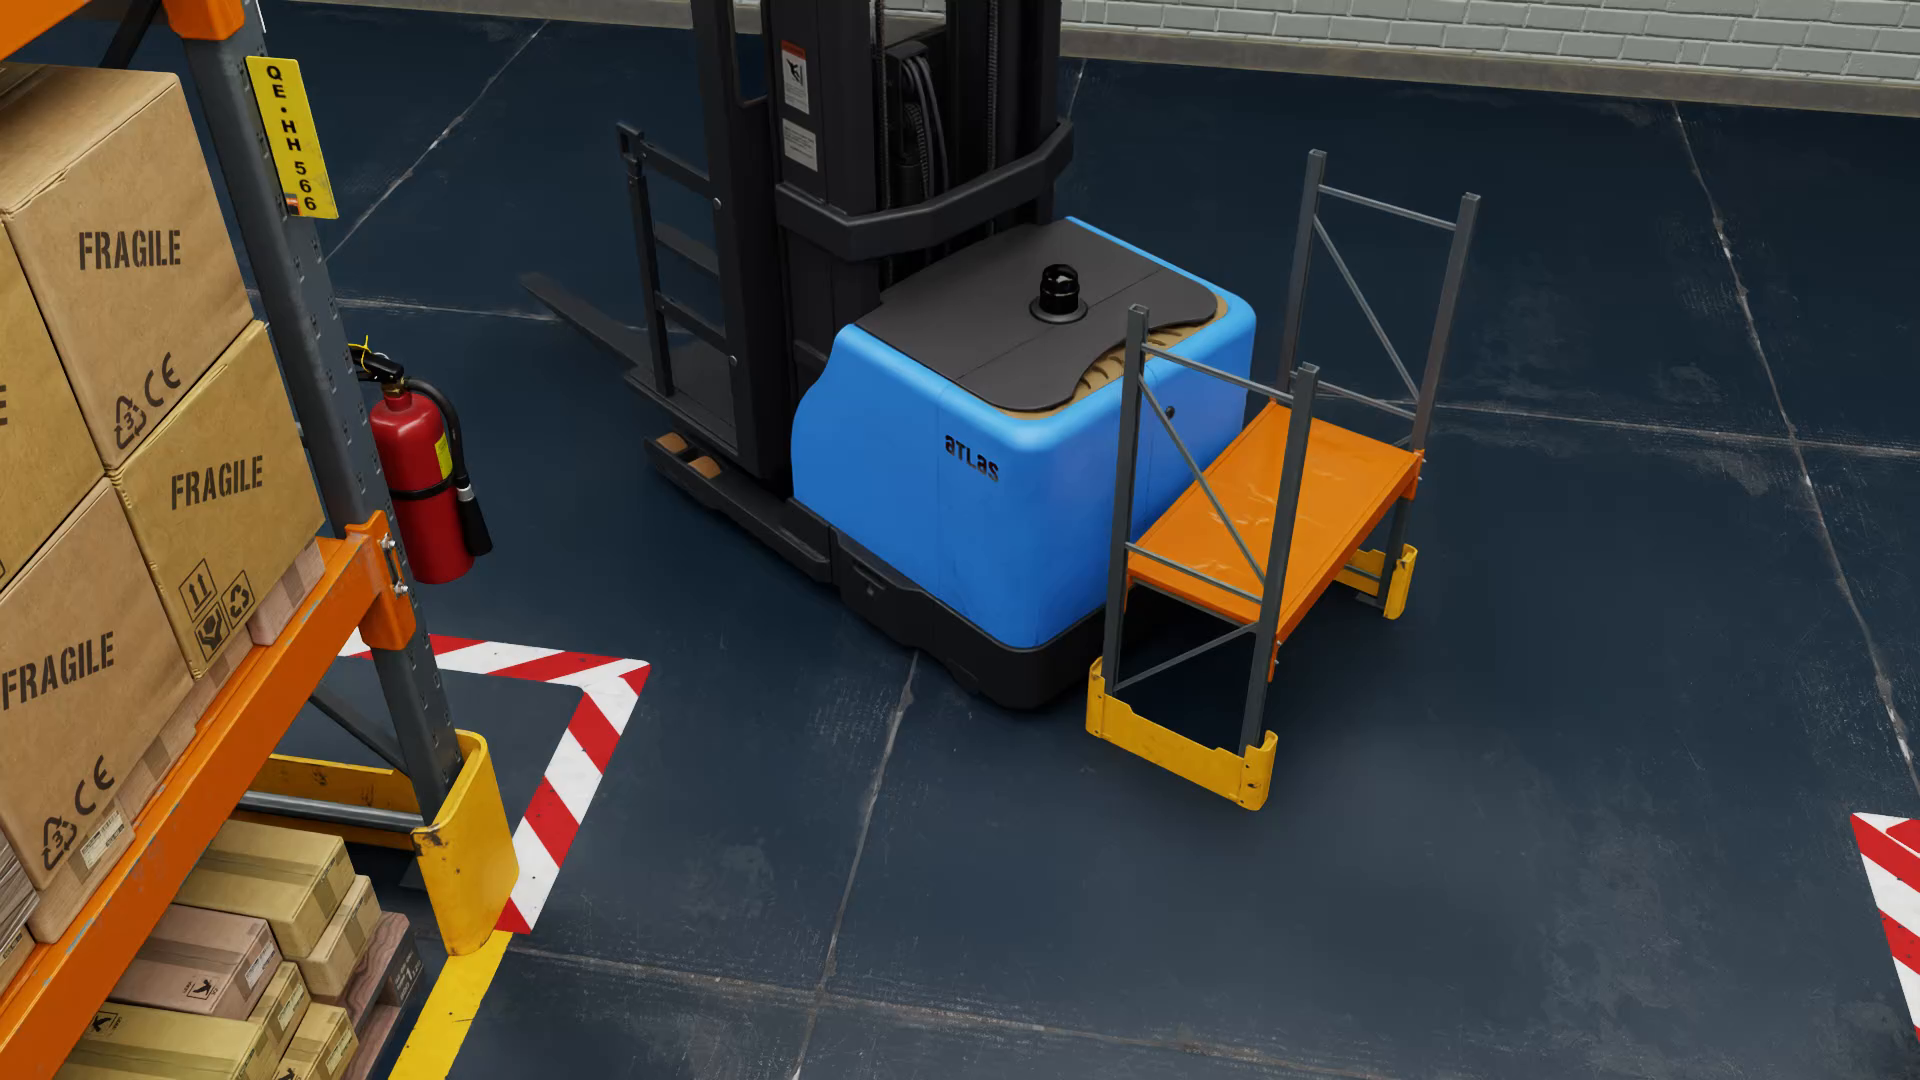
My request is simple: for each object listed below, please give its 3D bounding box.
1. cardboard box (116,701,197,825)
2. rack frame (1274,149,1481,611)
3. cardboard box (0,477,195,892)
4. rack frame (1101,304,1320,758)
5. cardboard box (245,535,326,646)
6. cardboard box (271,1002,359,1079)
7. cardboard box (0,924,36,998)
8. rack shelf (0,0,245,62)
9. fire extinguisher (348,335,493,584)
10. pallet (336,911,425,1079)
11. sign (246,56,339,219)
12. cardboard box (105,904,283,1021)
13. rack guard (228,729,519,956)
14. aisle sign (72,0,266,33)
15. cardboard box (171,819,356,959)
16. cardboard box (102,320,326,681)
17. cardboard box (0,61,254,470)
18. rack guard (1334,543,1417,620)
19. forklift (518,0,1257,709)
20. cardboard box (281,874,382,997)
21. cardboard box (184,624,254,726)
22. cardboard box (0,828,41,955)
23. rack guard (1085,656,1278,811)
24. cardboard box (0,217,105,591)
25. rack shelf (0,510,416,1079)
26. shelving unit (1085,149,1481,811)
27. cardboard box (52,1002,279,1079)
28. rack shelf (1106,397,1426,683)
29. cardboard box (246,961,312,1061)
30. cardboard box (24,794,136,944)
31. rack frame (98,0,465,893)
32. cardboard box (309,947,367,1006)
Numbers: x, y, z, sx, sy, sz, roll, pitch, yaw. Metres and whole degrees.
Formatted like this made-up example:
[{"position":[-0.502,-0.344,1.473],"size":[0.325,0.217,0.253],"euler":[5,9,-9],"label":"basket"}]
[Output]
[{"position":[-1.695,0.378,3.135],"size":[0.380,0.149,0.250],"euler":[6,40,7],"label":"cardboard box"},{"position":[1.205,-0.440,5.106],"size":[0.500,1.500,0.032],"euler":[24,45,26],"label":"rack frame"},{"position":[-1.727,0.215,2.824],"size":[0.500,0.500,0.500],"euler":[6,40,7],"label":"cardboard box"},{"position":[0.627,0.093,4.461],"size":[0.500,1.500,0.032],"euler":[24,45,26],"label":"rack frame"},{"position":[-1.587,0.067,3.511],"size":[0.380,0.149,0.250],"euler":[6,40,8],"label":"cardboard box"},{"position":[-1.639,1.198,3.855],"size":[0.380,0.149,0.250],"euler":[8,40,9],"label":"cardboard box"},{"position":[-1.791,0.703,2.742],"size":[0.380,0.149,0.250],"euler":[5,40,6],"label":"cardboard box"},{"position":[-2.155,0.111,1.472],"size":[1.077,0.370,4.000],"euler":[6,40,8],"label":"rack shelf"},{"position":[-1.311,-0.199,3.990],"size":[0.296,0.674,0.183],"euler":[6,40,8],"label":"fire extinguisher"},{"position":[-1.997,1.363,3.935],"size":[1.003,0.211,1.213],"euler":[6,40,8],"label":"pallet"},{"position":[-1.266,-0.759,3.158],"size":[0.100,0.325,0.005],"euler":[6,40,8],"label":"sign"},{"position":[-1.751,0.954,3.683],"size":[0.380,0.149,0.250],"euler":[7,40,9],"label":"cardboard box"},{"position":[-1.822,0.746,4.455],"size":[1.175,0.500,0.348],"euler":[6,40,8],"label":"rack guard"},{"position":[-1.501,-1.280,2.904],"size":[0.394,0.787,0.004],"euler":[6,40,8],"label":"aisle sign"},{"position":[-1.651,0.803,3.866],"size":[0.380,0.149,0.250],"euler":[7,40,8],"label":"cardboard box"},{"position":[-1.633,-0.108,3.215],"size":[0.500,0.500,0.500],"euler":[7,40,9],"label":"cardboard box"},{"position":[-1.643,-0.489,2.891],"size":[0.500,0.500,0.500],"euler":[6,40,7],"label":"cardboard box"},{"position":[1.205,0.042,5.503],"size":[0.587,0.250,0.087],"euler":[24,45,26],"label":"rack guard"},{"position":[-0.486,-1.462,5.218],"size":[1.130,2.935,3.031],"euler":[-31,49,-32],"label":"forklift"},{"position":[-1.619,0.920,3.958],"size":[0.380,0.149,0.250],"euler":[5,40,6],"label":"cardboard box"},{"position":[-1.667,0.219,3.328],"size":[0.380,0.149,0.250],"euler":[6,40,8],"label":"cardboard box"},{"position":[-1.806,0.534,2.438],"size":[0.500,0.500,0.500],"euler":[7,40,8],"label":"cardboard box"},{"position":[0.638,0.564,4.872],"size":[0.587,0.250,0.087],"euler":[24,45,26],"label":"rack guard"},{"position":[-1.731,-0.171,2.506],"size":[0.500,0.500,0.500],"euler":[5,40,6],"label":"cardboard box"},{"position":[-2.155,1.267,2.428],"size":[1.077,0.370,4.000],"euler":[6,40,8],"label":"rack shelf"},{"position":[0.921,-0.179,4.789],"size":[0.587,1.500,1.083],"euler":[24,45,26],"label":"shelving unit"},{"position":[-1.671,1.131,3.469],"size":[0.380,0.149,0.250],"euler":[6,40,7],"label":"cardboard box"},{"position":[0.916,-0.035,4.898],"size":[0.538,0.185,1.000],"euler":[24,45,26],"label":"rack shelf"},{"position":[-1.717,1.078,3.766],"size":[0.380,0.149,0.250],"euler":[6,40,7],"label":"cardboard box"},{"position":[-1.717,0.541,2.939],"size":[0.380,0.149,0.250],"euler":[7,40,9],"label":"cardboard box"},{"position":[-1.809,-0.265,3.717],"size":[1.000,3.000,0.127],"euler":[6,40,8],"label":"rack frame"},{"position":[-1.694,1.025,4.064],"size":[0.380,0.149,0.250],"euler":[7,40,8],"label":"cardboard box"}]
